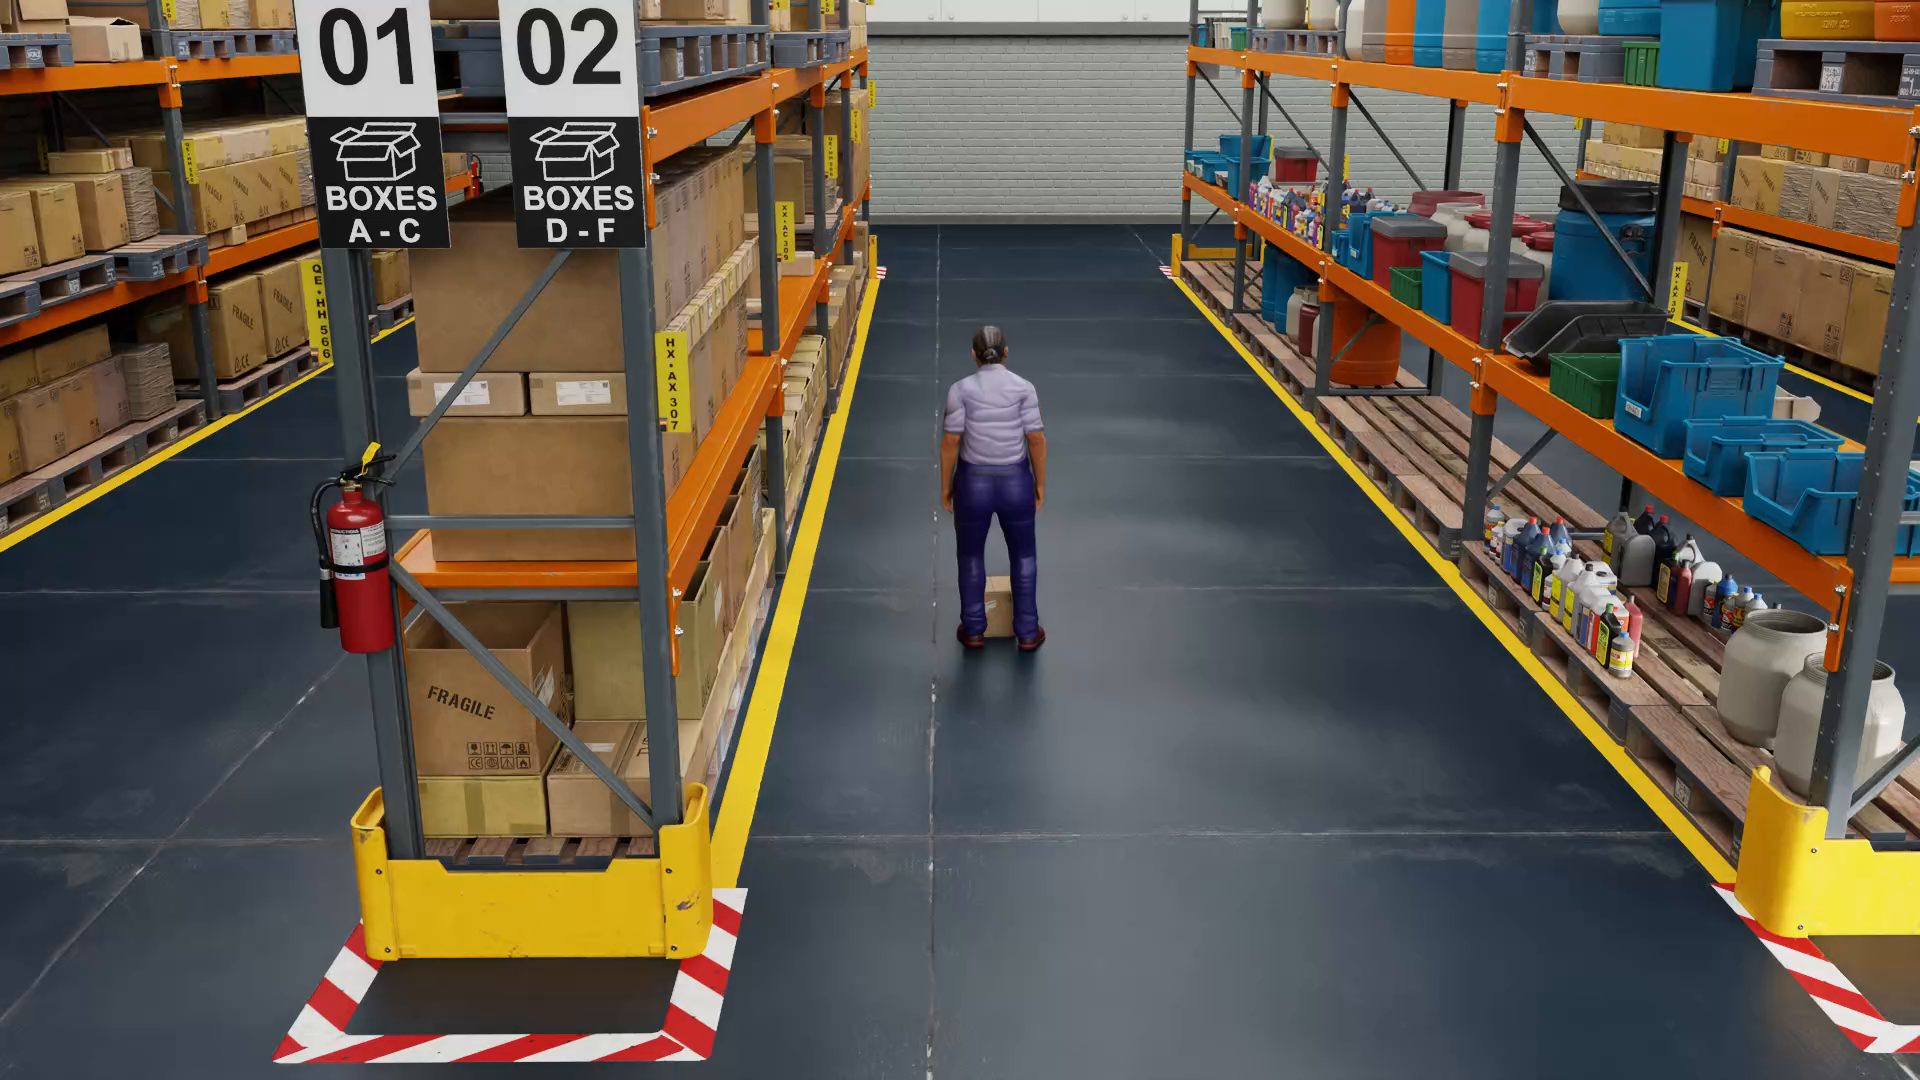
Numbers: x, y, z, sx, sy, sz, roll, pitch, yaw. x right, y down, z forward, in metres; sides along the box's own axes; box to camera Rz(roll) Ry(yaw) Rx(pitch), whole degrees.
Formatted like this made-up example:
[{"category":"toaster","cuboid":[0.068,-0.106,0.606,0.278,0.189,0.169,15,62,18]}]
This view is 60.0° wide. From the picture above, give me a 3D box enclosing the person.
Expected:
[{"category":"person","cuboid":[0.179,-0.253,8.375,0.537,1.652,0.415,0,17,0]}]
